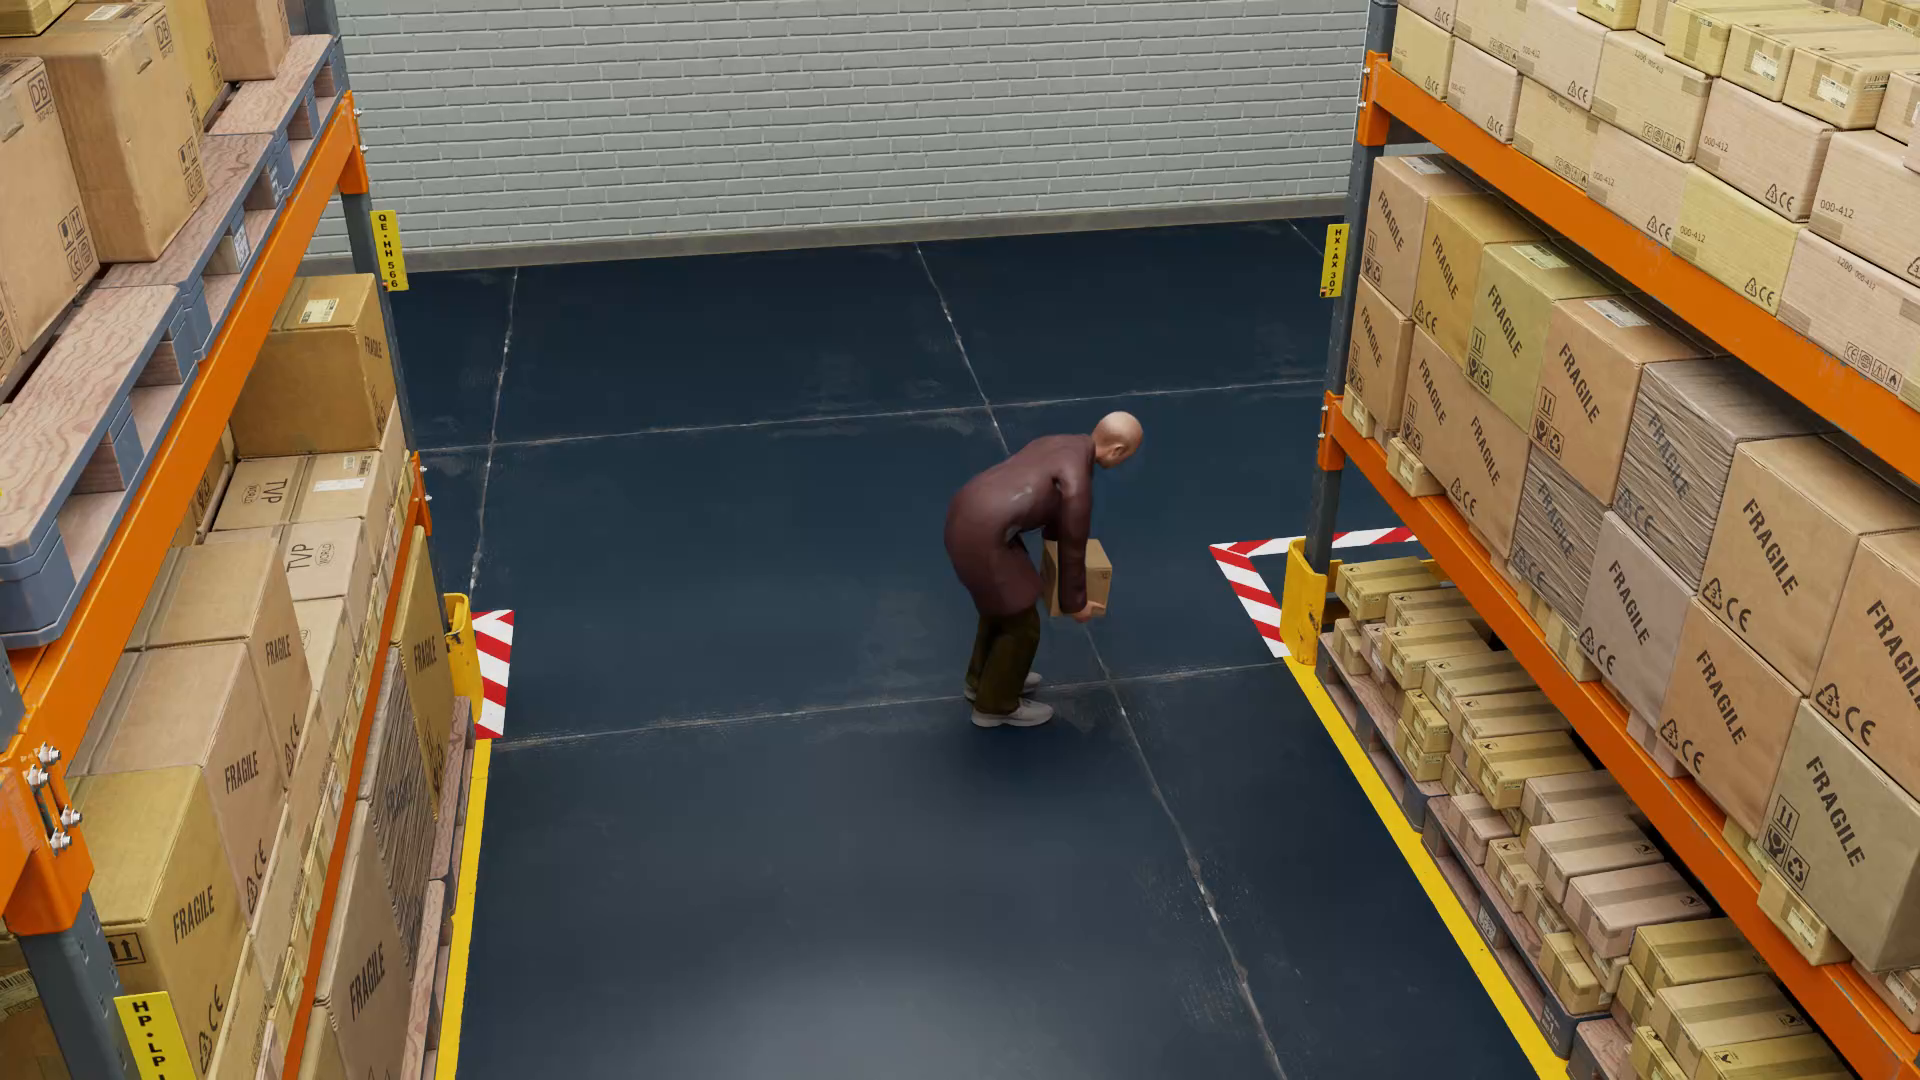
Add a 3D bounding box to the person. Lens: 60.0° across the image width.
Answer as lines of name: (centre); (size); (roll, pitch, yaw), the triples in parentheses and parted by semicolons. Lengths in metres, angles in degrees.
person: (0.358, 0.130, 7.275); (0.859, 1.428, 0.541); (-6, 31, -10)
